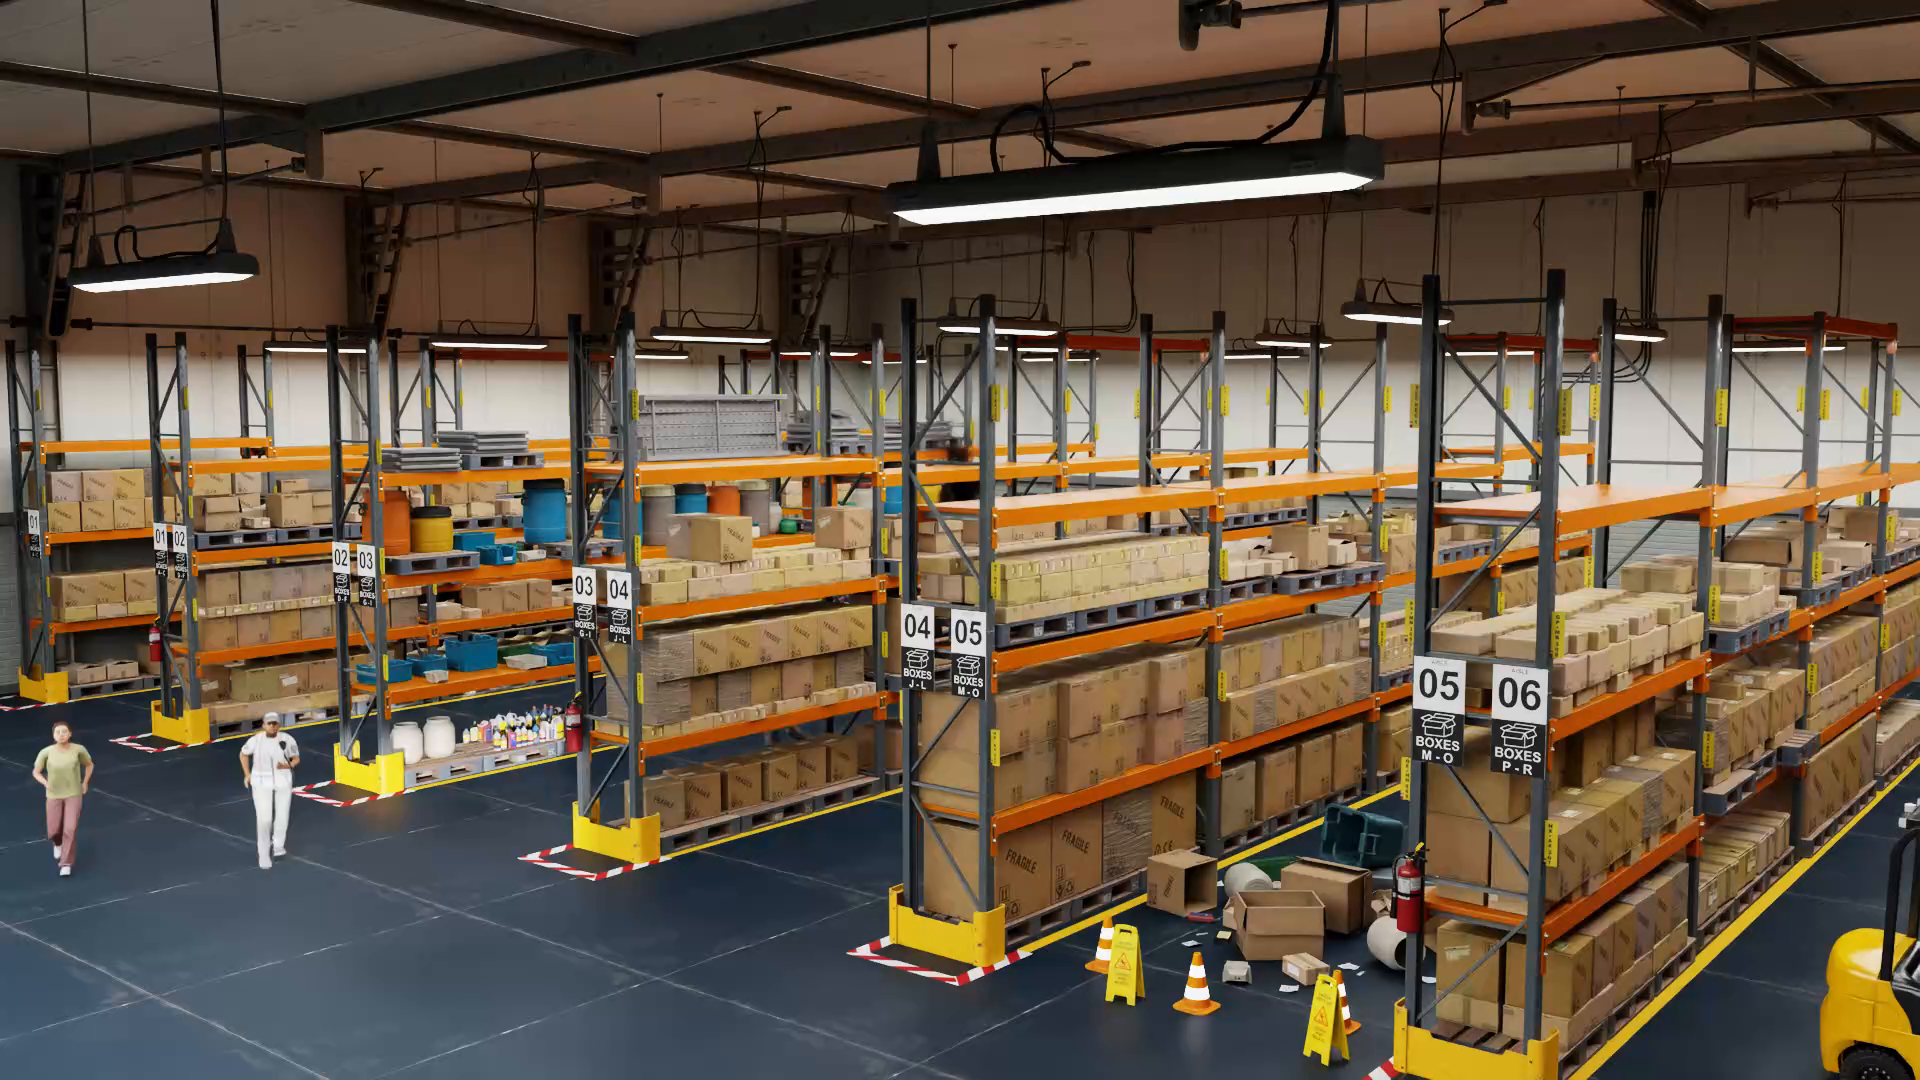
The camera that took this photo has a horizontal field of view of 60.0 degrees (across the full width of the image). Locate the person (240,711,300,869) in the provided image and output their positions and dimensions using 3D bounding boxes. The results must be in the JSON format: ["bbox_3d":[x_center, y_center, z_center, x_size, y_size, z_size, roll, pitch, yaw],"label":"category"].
[{"bbox_3d":[-7.498,2.717,18.134,0.574,1.712,0.703,-3,6,-31],"label":"person"}]

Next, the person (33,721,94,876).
[{"bbox_3d":[-9.624,2.744,17.881,0.580,1.628,0.626,-3,6,-28],"label":"person"}]

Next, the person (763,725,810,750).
[{"bbox_3d":[-2.370,2.112,22.576,0.664,1.641,0.861,3,6,33],"label":"person"}]
